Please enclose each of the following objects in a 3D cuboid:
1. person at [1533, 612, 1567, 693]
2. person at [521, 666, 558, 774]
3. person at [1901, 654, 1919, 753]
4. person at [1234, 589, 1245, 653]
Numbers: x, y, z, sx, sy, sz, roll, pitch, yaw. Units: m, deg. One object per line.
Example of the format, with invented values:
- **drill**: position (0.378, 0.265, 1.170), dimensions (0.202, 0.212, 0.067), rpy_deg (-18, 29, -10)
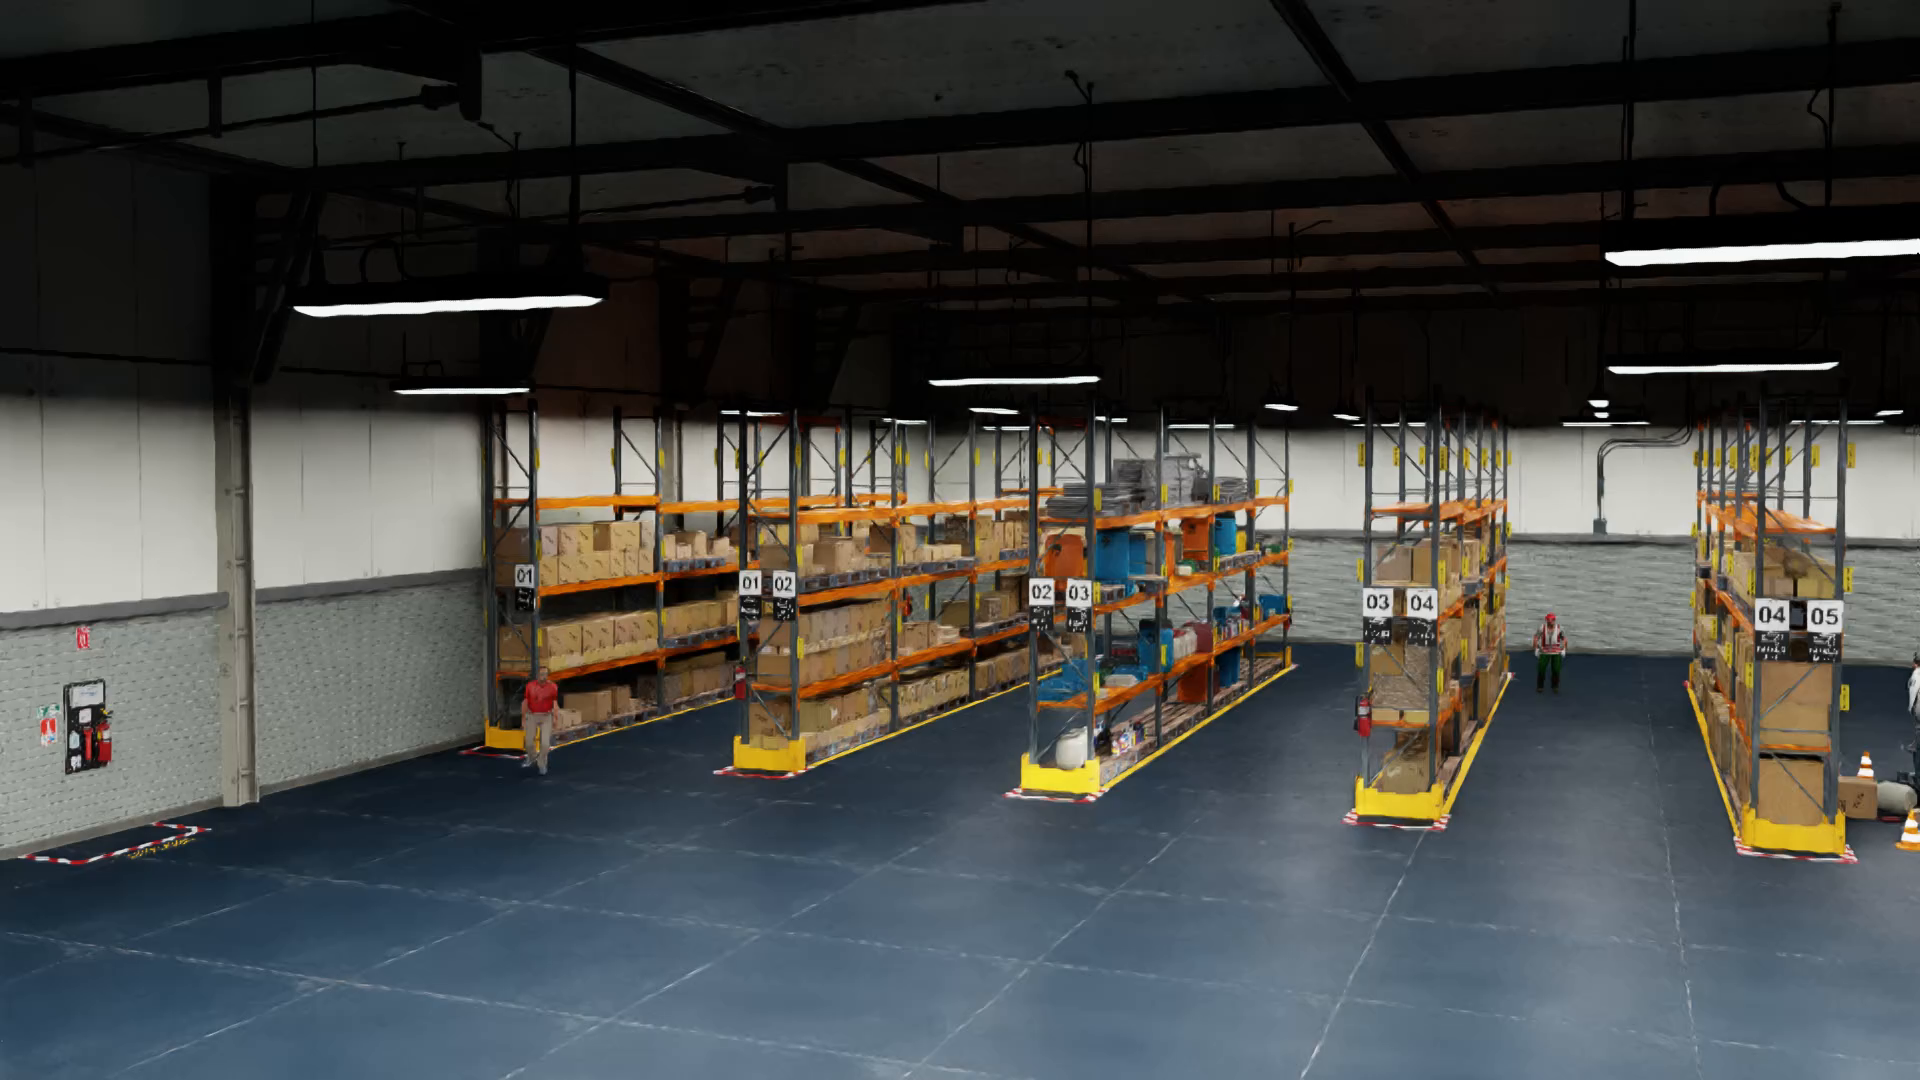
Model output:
- **person**: position (12.540, 2.397, 35.346), dimensions (0.677, 1.742, 0.552), rpy_deg (1, 3, 20)
- **person**: position (-6.706, 2.839, 26.499), dimensions (0.596, 1.715, 0.561), rpy_deg (-1, 3, -15)
- **person**: position (16.214, 2.771, 28.149), dimensions (0.572, 1.654, 0.538), rpy_deg (-2, 4, -41)
- **person**: position (7.134, 2.076, 42.541), dimensions (0.655, 1.655, 0.501), rpy_deg (-1, 3, -19)
